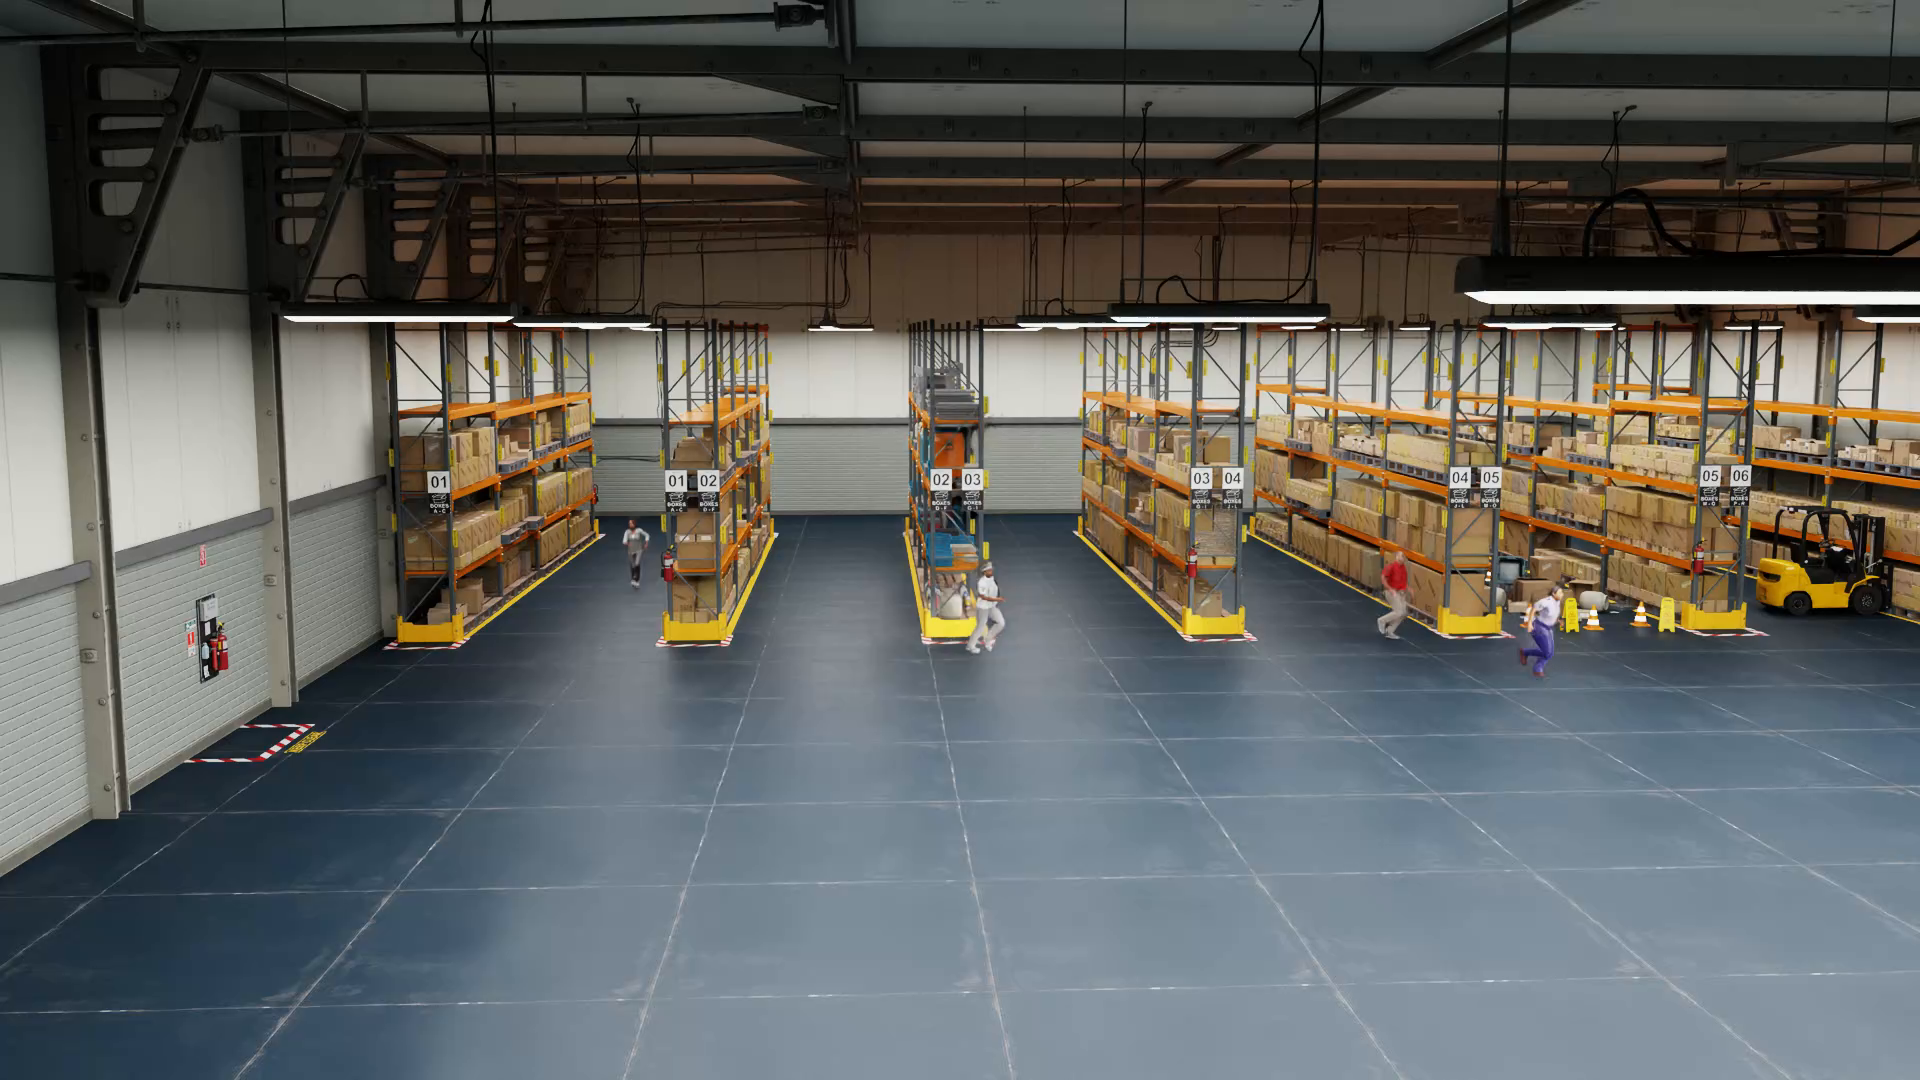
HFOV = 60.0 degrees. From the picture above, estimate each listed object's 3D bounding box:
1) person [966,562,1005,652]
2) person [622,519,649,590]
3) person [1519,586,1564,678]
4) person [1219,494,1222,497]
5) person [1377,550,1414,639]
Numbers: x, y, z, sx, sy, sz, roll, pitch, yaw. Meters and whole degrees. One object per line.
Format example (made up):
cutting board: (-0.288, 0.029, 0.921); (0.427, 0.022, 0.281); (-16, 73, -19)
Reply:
person: (0.508, 1.200, 29.853); (0.811, 1.652, 0.589); (5, 9, 37)
person: (-7.302, 0.309, 37.424); (0.543, 1.589, 0.813); (0, 7, 1)
person: (9.765, 1.530, 27.882); (0.699, 1.585, 0.597); (6, 9, 40)
person: (7.750, -1.093, 48.436); (0.666, 1.691, 0.601); (4, 8, 29)
person: (8.260, 1.026, 31.464); (0.667, 1.662, 0.562); (-7, 10, -43)
